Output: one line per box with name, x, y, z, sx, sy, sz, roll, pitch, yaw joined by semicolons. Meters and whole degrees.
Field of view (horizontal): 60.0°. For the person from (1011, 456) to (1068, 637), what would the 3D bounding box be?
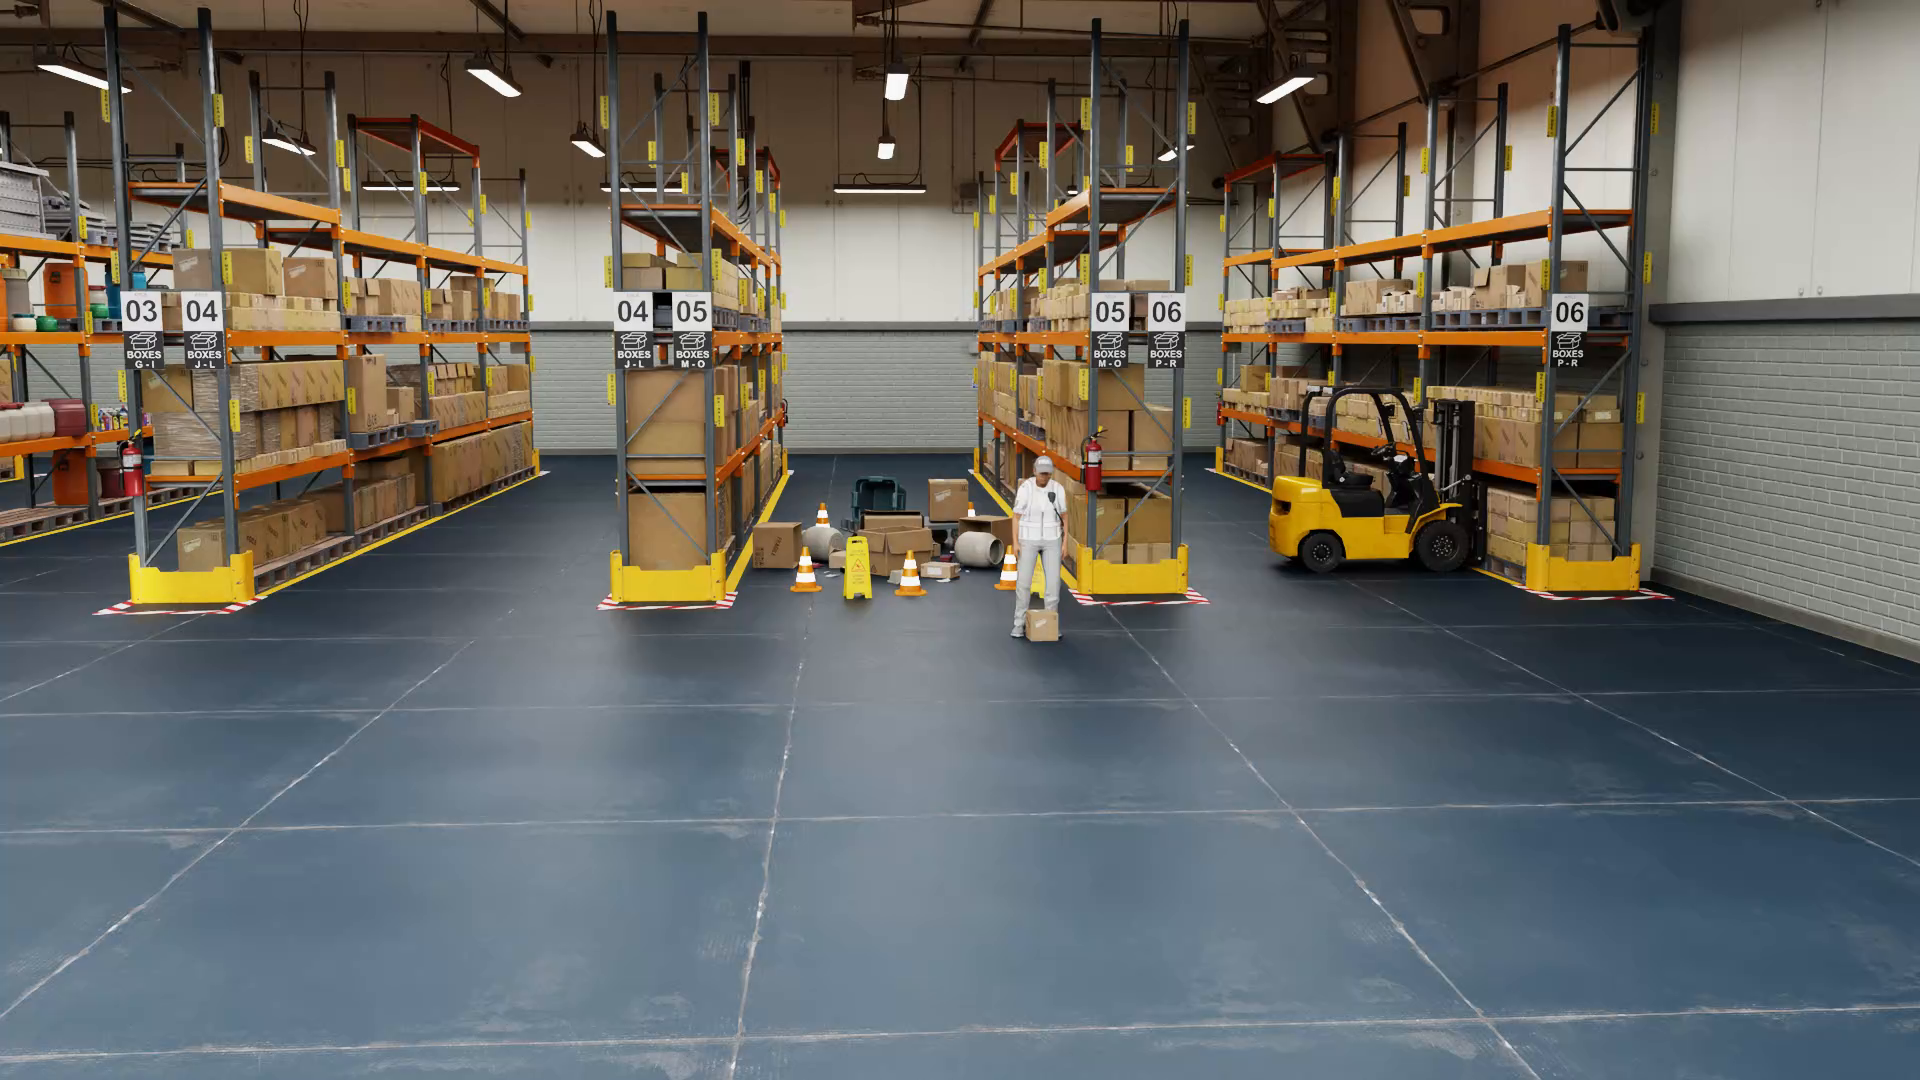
person;0.734;0.050;15.316;0.542;1.666;0.469;0;7;-4
